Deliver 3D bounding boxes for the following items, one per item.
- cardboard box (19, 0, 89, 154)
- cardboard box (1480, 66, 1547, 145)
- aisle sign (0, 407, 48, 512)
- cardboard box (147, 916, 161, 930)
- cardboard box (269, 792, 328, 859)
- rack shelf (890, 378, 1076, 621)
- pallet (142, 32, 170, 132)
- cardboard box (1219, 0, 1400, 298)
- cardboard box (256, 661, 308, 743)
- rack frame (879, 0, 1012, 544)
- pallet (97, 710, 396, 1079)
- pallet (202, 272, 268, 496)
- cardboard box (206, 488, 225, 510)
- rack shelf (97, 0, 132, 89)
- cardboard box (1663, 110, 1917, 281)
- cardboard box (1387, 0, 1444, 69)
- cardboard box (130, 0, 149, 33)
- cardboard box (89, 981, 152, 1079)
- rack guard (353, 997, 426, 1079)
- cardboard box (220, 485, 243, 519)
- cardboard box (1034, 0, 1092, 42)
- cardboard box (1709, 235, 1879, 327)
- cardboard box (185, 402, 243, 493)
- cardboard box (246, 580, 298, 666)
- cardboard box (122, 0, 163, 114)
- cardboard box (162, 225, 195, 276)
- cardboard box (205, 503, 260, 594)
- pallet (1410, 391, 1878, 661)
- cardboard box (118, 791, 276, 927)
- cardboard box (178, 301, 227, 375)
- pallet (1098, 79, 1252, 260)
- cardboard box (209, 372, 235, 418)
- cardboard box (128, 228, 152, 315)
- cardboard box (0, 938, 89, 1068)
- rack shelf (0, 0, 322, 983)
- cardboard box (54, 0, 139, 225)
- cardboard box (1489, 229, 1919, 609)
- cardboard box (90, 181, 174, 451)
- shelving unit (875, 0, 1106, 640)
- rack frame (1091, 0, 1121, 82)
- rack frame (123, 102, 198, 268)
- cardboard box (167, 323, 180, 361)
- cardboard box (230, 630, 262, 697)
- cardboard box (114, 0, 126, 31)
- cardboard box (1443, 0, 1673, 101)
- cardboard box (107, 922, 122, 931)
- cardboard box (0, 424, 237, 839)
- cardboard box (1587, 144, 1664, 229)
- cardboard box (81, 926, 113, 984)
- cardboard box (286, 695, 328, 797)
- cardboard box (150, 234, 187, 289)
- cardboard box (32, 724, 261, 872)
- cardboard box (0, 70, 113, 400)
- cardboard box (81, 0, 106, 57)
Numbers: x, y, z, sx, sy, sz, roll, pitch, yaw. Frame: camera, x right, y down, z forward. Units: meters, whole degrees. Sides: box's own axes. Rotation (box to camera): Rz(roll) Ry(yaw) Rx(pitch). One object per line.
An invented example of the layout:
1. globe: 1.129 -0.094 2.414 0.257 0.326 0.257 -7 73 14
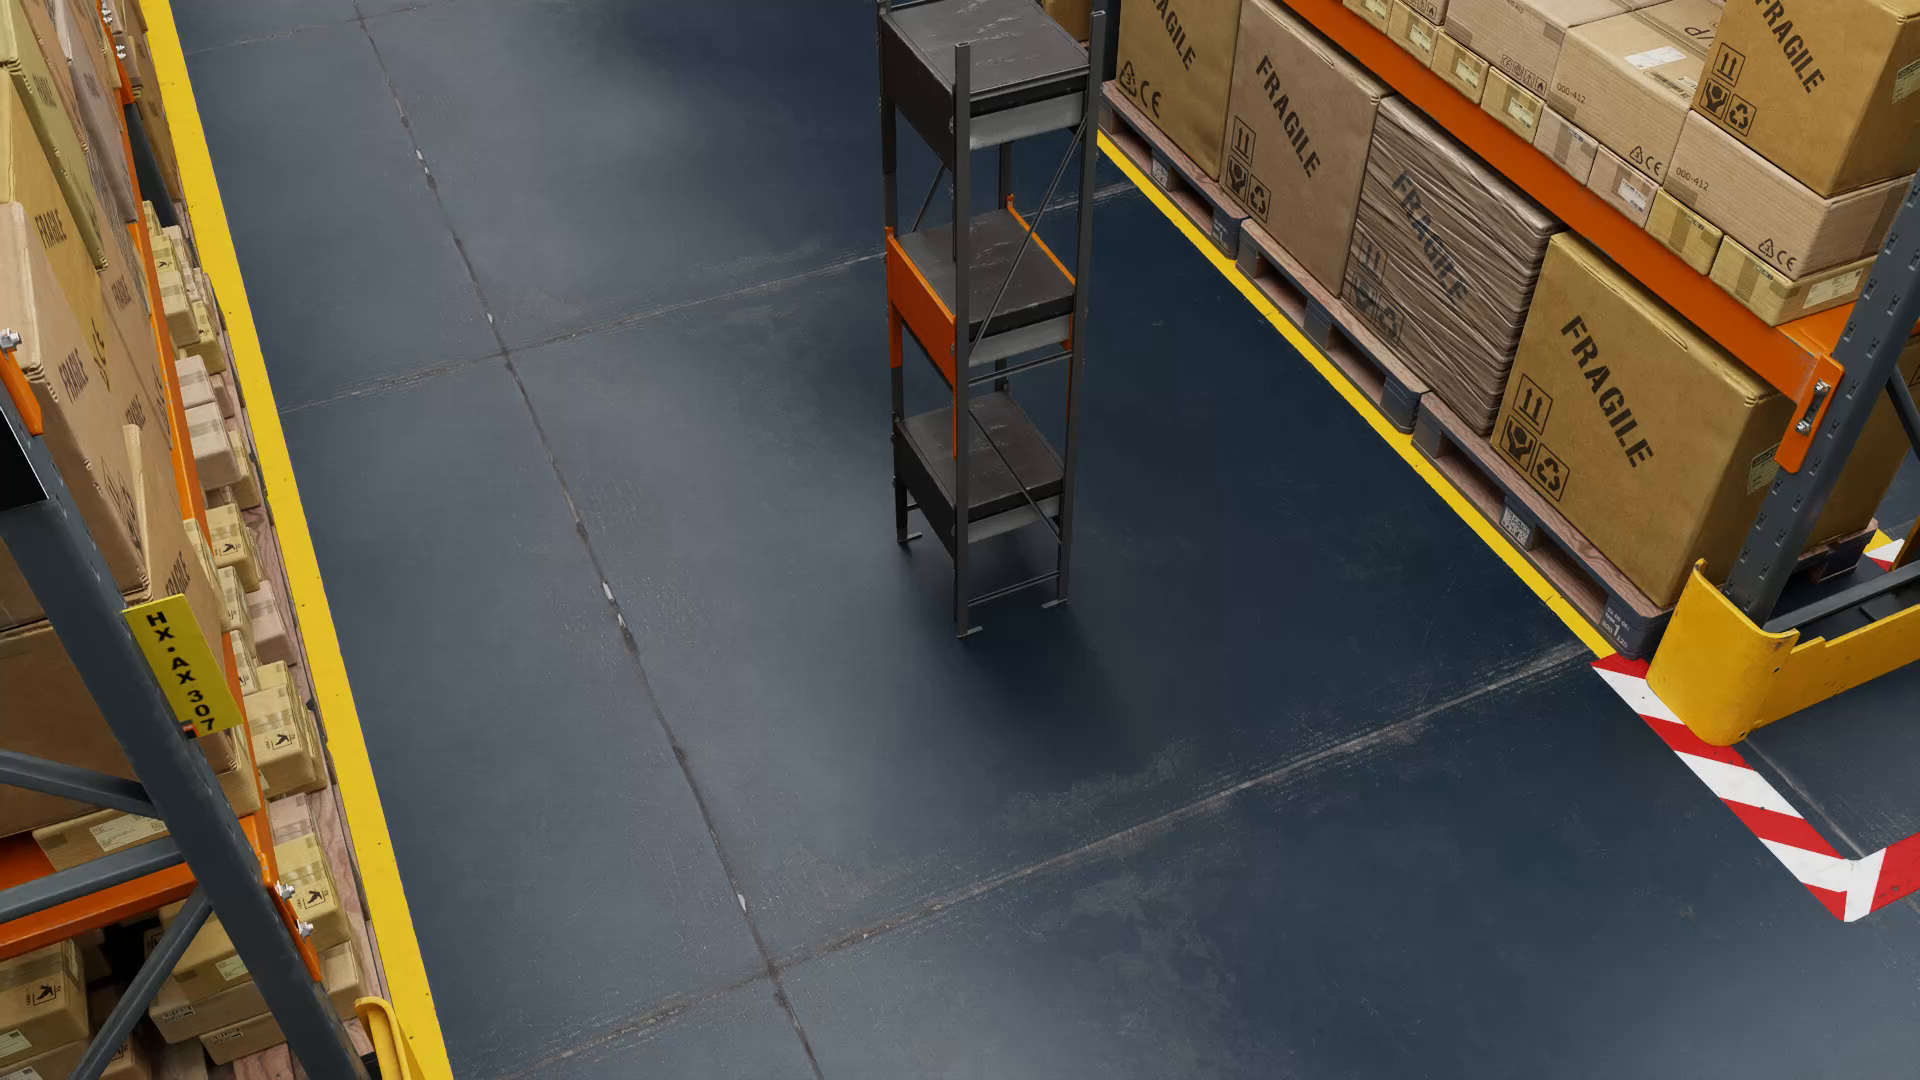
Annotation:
1. cardboard box: -2.370 -1.158 3.793 0.500 0.500 0.500 -19 48 -19
2. cardboard box: 1.875 -1.405 5.217 0.380 0.149 0.250 -19 48 -18
3. aisle sign: -1.486 -0.282 2.049 0.394 0.787 0.004 -18 47 -17
4. cardboard box: -1.903 0.980 4.352 0.380 0.149 0.250 -18 47 -18
5. cardboard box: -1.840 0.844 4.278 0.380 0.149 0.250 -18 47 -18
6. rack shelf: 0.070 -0.134 5.407 0.431 0.518 0.480 -18 47 -17
7. pallet: -4.316 -2.145 7.774 1.003 0.211 1.213 -18 47 -17
8. cardboard box: 1.656 -1.639 6.489 0.875 0.875 0.875 -18 47 -17
9. cardboard box: -2.033 0.519 4.607 0.380 0.149 0.250 -17 47 -16
10. rack frame: -0.033 -0.797 5.063 0.400 2.100 0.015 -18 47 -17
11. pallet: -2.130 1.102 4.483 1.003 0.211 1.213 -18 47 -17
12. pallet: -3.156 -0.453 6.059 1.003 0.211 1.213 -18 47 -17
13. cardboard box: -2.560 -0.141 5.276 0.380 0.149 0.250 -20 48 -19
14. rack shelf: -4.311 -2.882 7.047 1.077 0.370 4.000 -18 47 -17
15. cardboard box: 2.310 -0.998 4.520 0.500 0.250 0.500 -19 48 -18
16. cardboard box: 1.663 -1.729 5.546 0.380 0.149 0.250 -17 47 -17
17. cardboard box: -4.186 -2.666 7.797 0.500 0.500 0.500 -20 48 -19
18. cardboard box: -2.199 1.277 4.051 0.380 0.149 0.250 -17 47 -17
19. rack guard: -1.821 1.527 3.846 1.175 0.500 0.348 -18 47 -17
20. cardboard box: -2.513 -0.003 5.348 0.380 0.149 0.250 -17 47 -17
21. cardboard box: 0.785 -3.059 7.928 1.225 0.875 0.875 -18 47 -17
22. cardboard box: 2.306 -0.755 4.558 0.380 0.149 0.250 -17 47 -17
23. cardboard box: -2.470 -0.250 5.175 0.380 0.149 0.250 -20 48 -19
24. cardboard box: -2.241 0.310 5.031 0.380 0.149 0.250 -20 48 -19
25. cardboard box: -3.765 -2.009 7.131 0.500 0.500 0.500 -16 47 -16
26. cardboard box: -3.050 -0.997 6.144 0.380 0.149 0.250 -17 47 -17
27. cardboard box: -2.272 0.072 4.848 0.380 0.149 0.250 -17 47 -17
28. pallet: 2.347 -0.208 5.811 1.003 0.211 1.213 -18 47 -17
29. cardboard box: -1.926 0.765 4.146 0.380 0.149 0.250 -17 47 -17
30. cardboard box: -2.796 -0.663 5.805 0.380 0.149 0.250 -20 48 -19
31. pallet: 1.321 -1.763 7.387 1.003 0.211 1.213 -18 47 -17
32. cardboard box: -2.793 -0.509 5.861 0.380 0.149 0.250 -20 48 -19
33. cardboard box: -2.415 -0.686 4.488 0.380 0.149 0.250 -17 47 -17
34. cardboard box: -2.241 1.077 3.830 0.380 0.149 0.250 -18 47 -17
35. rack shelf: -2.630 -0.333 4.464 1.077 0.370 4.000 -18 47 -17
36. cardboard box: -2.586 -1.131 4.478 0.500 0.500 0.500 -18 47 -18
37. cardboard box: 2.412 -0.492 5.327 0.875 0.875 0.875 -18 47 -17
38. cardboard box: -2.169 -0.473 3.811 0.500 0.500 0.500 -17 47 -17
39. shelving unit: 0.070 -0.642 4.906 0.431 2.100 0.503 -18 47 -17
40. rack frame: 1.072 -3.264 6.922 1.000 3.000 0.127 -18 47 -17
41. rack frame: -3.471 -1.863 5.503 1.000 3.000 0.127 -18 47 -17
42. cardboard box: -2.792 -0.564 5.493 0.380 0.149 0.250 -17 47 -16
43. cardboard box: -2.095 0.433 4.483 0.380 0.149 0.250 -20 48 -19
44. cardboard box: -3.768 -2.277 6.869 0.500 0.250 0.500 -17 47 -16
45. cardboard box: 1.883 -1.645 5.177 0.500 0.250 0.500 -20 48 -19
46. cardboard box: -2.432 0.949 4.383 0.380 0.149 0.250 -18 47 -18
47. cardboard box: -1.727 0.177 3.152 0.500 0.500 0.500 -16 47 -16
48. cardboard box: 2.090 -1.081 4.889 0.380 0.149 0.250 -18 47 -17
49. cardboard box: -2.331 1.011 4.109 0.380 0.149 0.250 -19 48 -18
50. cardboard box: -2.022 0.628 4.708 0.380 0.149 0.250 -17 47 -17
51. cardboard box: -2.941 -0.909 5.843 0.380 0.149 0.250 -17 47 -17
52. cardboard box: -1.627 0.472 3.315 0.380 0.149 0.250 -18 48 -18
53. cardboard box: -1.955 -0.496 3.122 0.500 0.500 0.500 -17 47 -16
54. cardboard box: -3.011 -1.780 5.135 0.500 0.500 0.500 -18 47 -17
